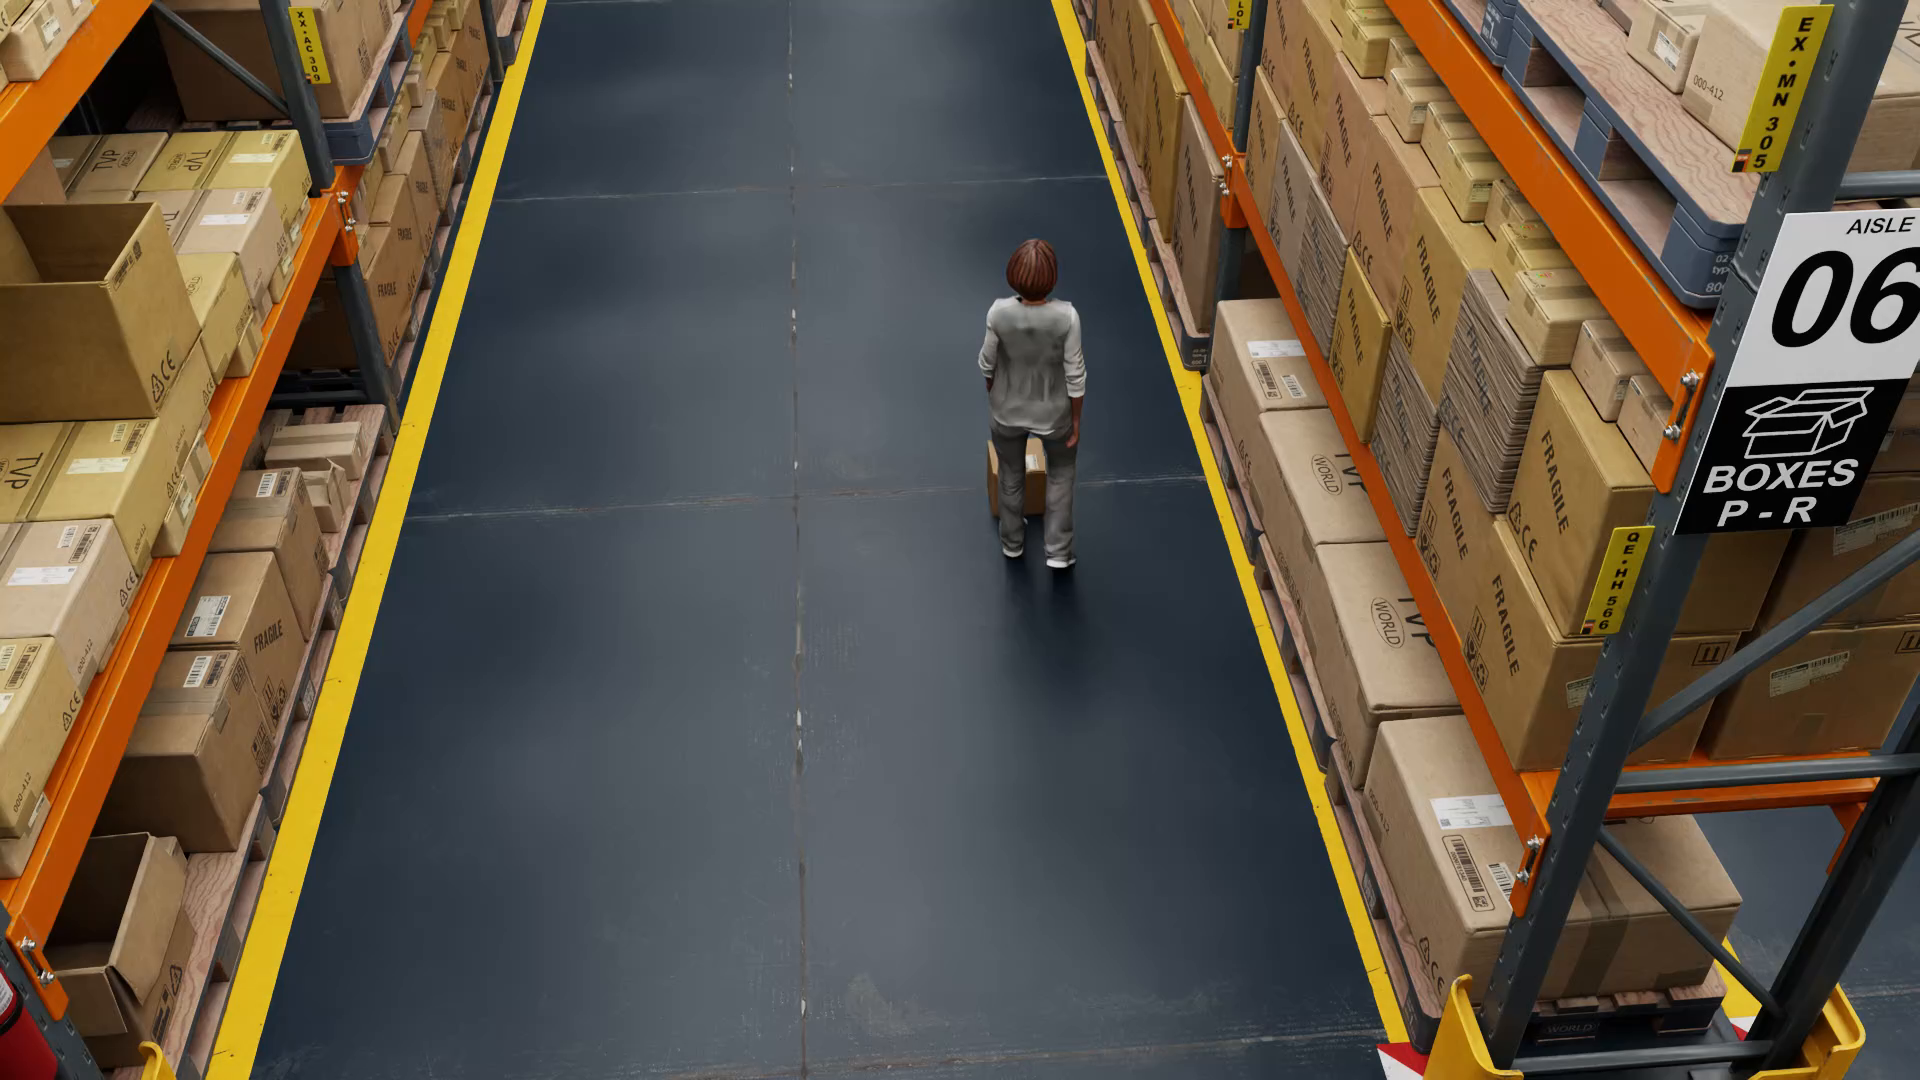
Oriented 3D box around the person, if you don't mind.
[{"bbox_3d":[0.293,-0.536,6.817,0.438,1.629,0.434,4,40,5],"label":"person"}]
